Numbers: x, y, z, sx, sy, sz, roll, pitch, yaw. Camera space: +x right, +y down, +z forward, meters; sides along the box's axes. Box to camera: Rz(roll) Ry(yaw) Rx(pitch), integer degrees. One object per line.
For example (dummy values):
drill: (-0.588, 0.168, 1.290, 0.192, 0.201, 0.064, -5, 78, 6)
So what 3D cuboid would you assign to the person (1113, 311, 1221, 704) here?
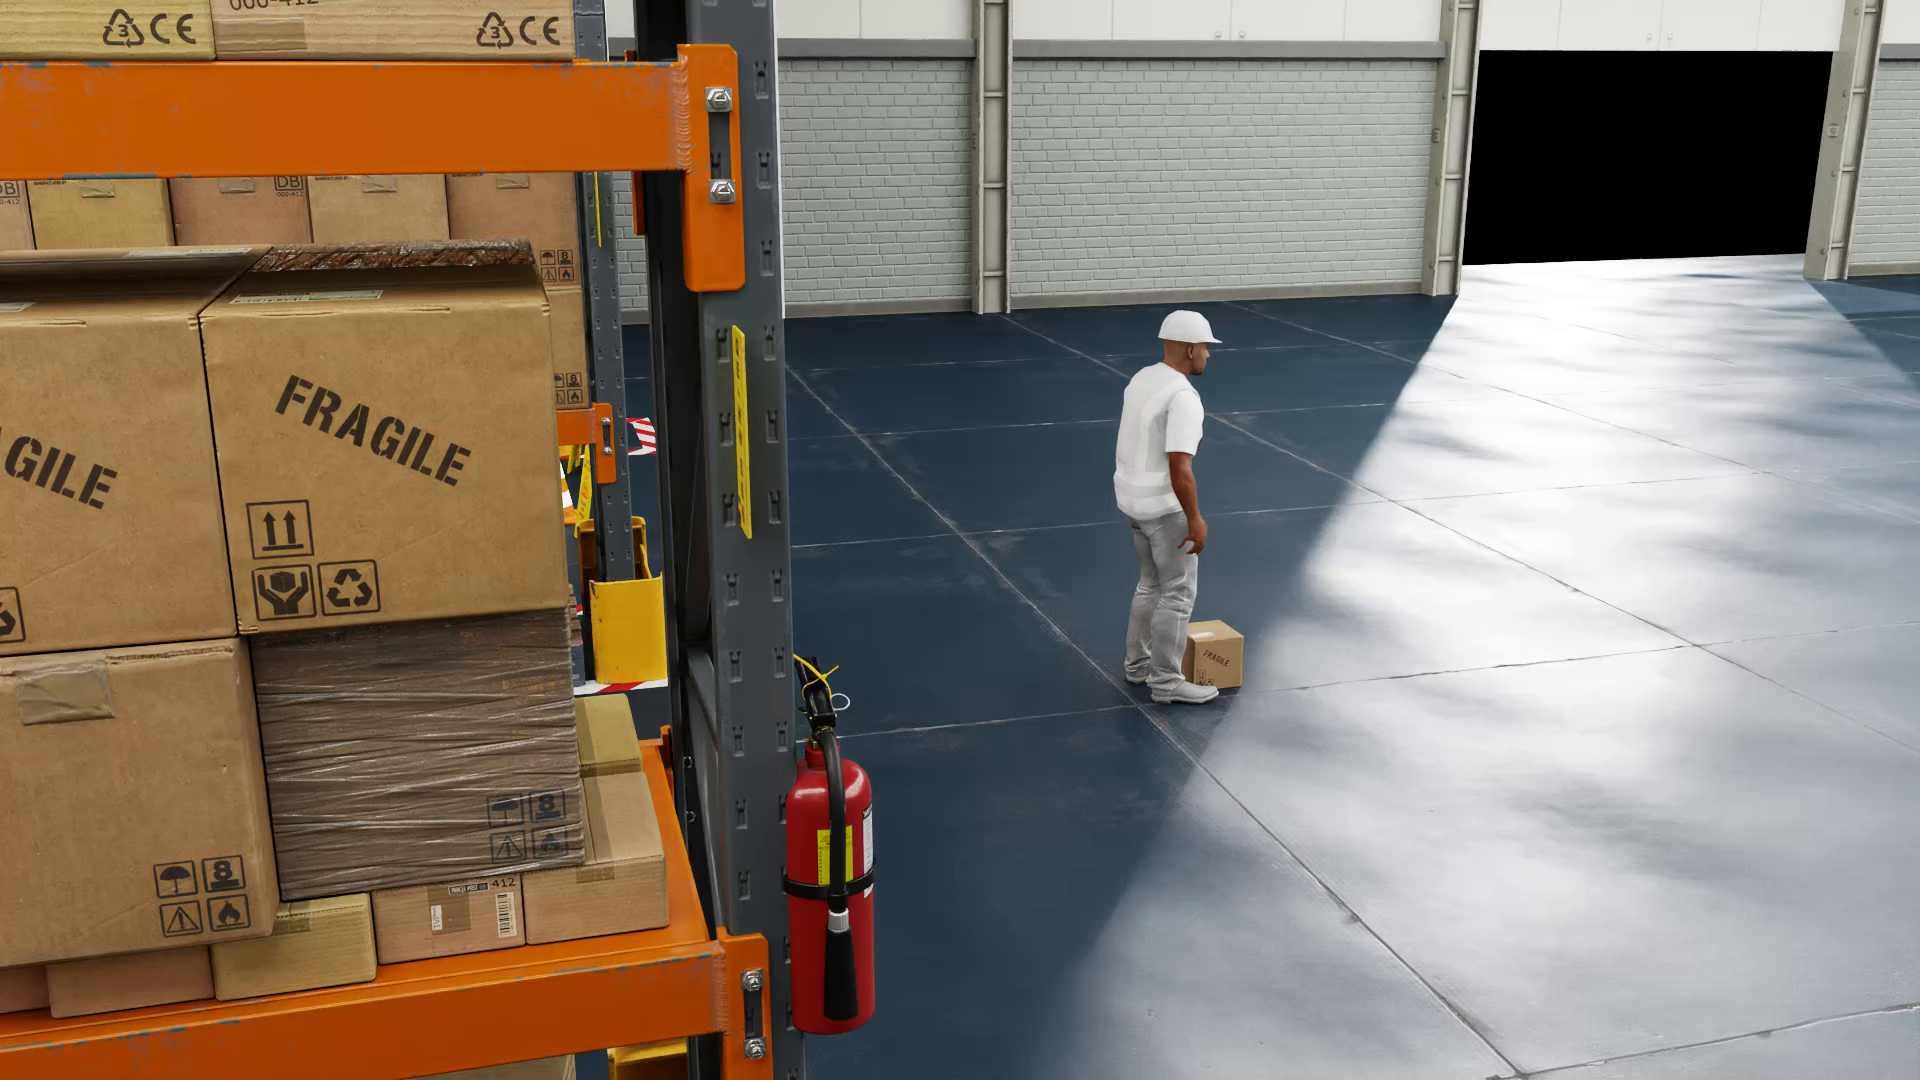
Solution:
person: (0.948, -0.158, 7.557, 0.456, 1.757, 0.628, -4, 16, -15)
